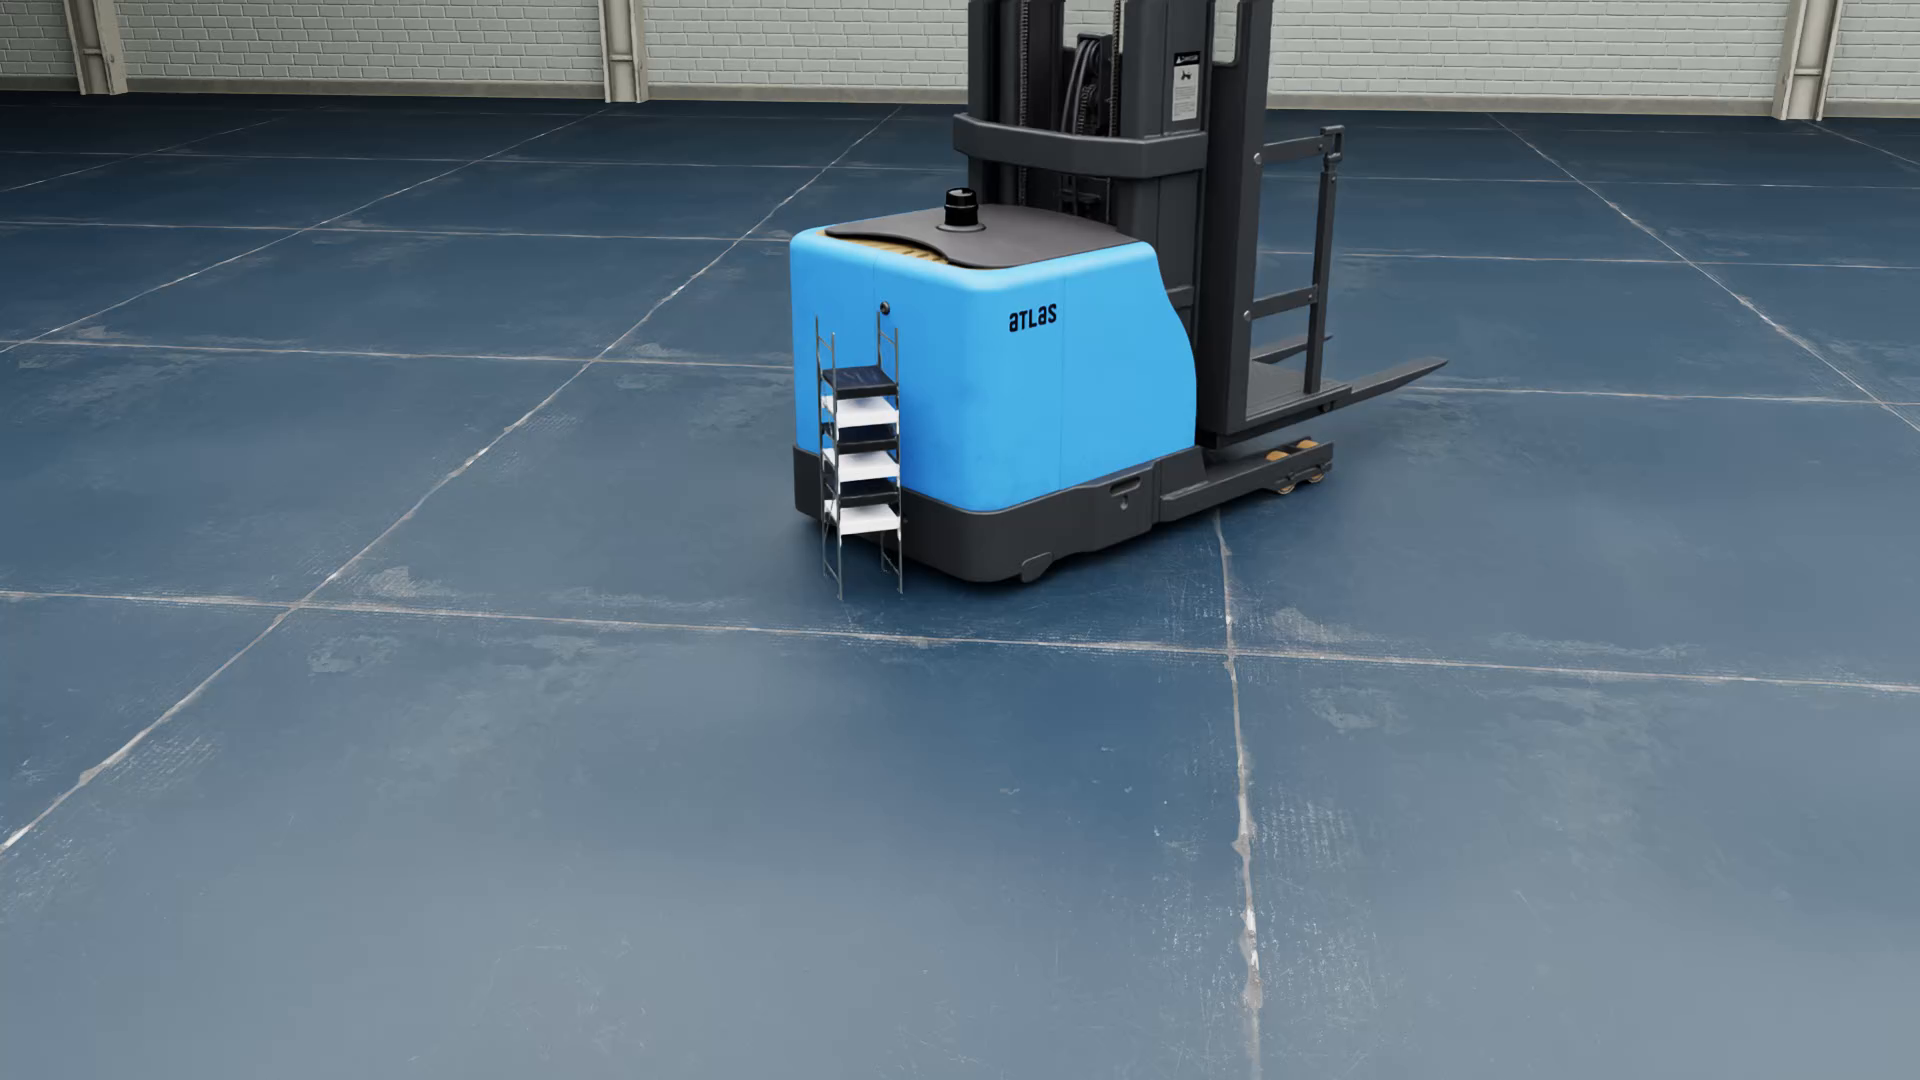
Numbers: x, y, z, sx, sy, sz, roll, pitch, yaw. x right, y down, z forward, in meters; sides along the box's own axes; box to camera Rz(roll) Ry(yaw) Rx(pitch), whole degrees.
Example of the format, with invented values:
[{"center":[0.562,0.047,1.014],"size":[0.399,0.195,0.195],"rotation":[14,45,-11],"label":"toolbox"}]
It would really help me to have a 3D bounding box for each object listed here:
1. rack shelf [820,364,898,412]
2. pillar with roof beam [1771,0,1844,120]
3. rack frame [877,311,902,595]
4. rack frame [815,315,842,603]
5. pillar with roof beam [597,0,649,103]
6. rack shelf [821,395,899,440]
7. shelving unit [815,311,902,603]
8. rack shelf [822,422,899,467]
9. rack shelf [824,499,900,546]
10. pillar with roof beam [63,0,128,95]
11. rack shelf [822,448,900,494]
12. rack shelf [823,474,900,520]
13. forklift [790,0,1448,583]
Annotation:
[{"center":[-0.327,-0.488,5.306],"size":[0.200,0.077,0.258],"rotation":[-7,23,-16],"label":"rack shelf"},{"center":[7.829,-6.822,10.956],"size":[0.400,9.000,9.100],"rotation":[2,22,6],"label":"pillar with roof beam"},{"center":[-0.230,-0.279,5.422],"size":[0.006,0.900,0.240],"rotation":[-7,23,-16],"label":"rack frame"},{"center":[-0.424,-0.256,5.365],"size":[0.006,0.900,0.240],"rotation":[-7,23,-16],"label":"rack frame"},{"center":[-4.087,-7.341,12.269],"size":[0.400,9.000,9.100],"rotation":[2,22,6],"label":"pillar with roof beam"},{"center":[-0.327,-0.404,5.339],"size":[0.200,0.077,0.258],"rotation":[-7,23,-16],"label":"rack shelf"},{"center":[-0.327,-0.268,5.393],"size":[0.210,0.900,0.258],"rotation":[-7,23,-16],"label":"shelving unit"},{"center":[-0.327,-0.321,5.373],"size":[0.200,0.077,0.258],"rotation":[-7,23,-16],"label":"rack shelf"},{"center":[-0.327,-0.069,5.472],"size":[0.200,0.077,0.258],"rotation":[-7,23,-16],"label":"rack shelf"},{"center":[-10.046,-7.601,12.926],"size":[0.400,9.000,9.100],"rotation":[2,22,6],"label":"pillar with roof beam"},{"center":[-0.327,-0.237,5.406],"size":[0.200,0.077,0.258],"rotation":[-7,23,-16],"label":"rack shelf"},{"center":[-0.327,-0.153,5.439],"size":[0.200,0.077,0.258],"rotation":[-7,23,-16],"label":"rack shelf"},{"center":[0.822,-1.662,6.156],"size":[3.031,2.935,1.130],"rotation":[-19,28,-39],"label":"forklift"}]
